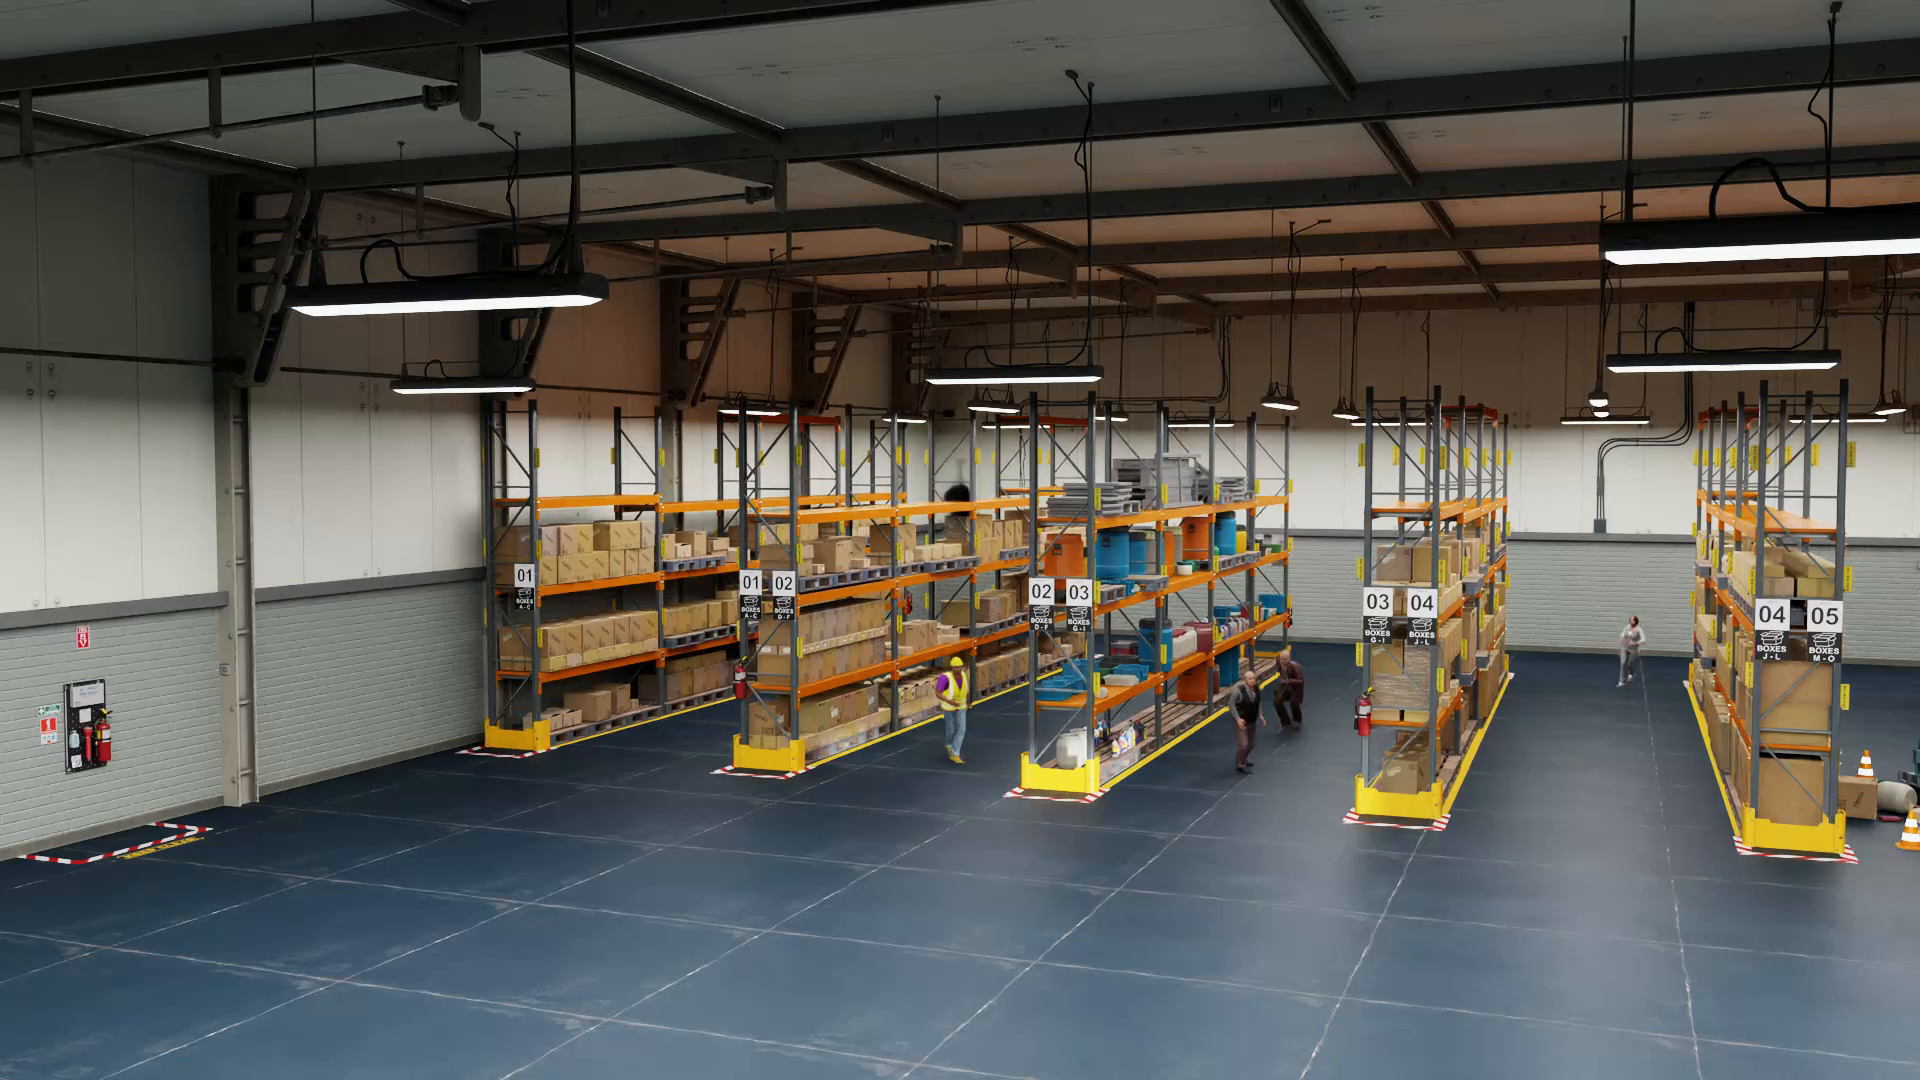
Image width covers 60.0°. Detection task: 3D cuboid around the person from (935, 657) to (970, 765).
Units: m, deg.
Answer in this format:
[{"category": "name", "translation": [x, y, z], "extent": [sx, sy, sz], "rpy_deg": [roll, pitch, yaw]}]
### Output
[{"category": "person", "translation": [-0.145, 2.778, 27.420], "extent": [0.668, 1.744, 0.832], "rpy_deg": [-1, 3, -20]}]

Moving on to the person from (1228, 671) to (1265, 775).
[{"category": "person", "translation": [4.502, 2.883, 26.435], "extent": [0.661, 1.667, 0.780], "rpy_deg": [-1, 3, -24]}]

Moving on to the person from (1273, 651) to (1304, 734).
[{"category": "person", "translation": [6.035, 2.779, 30.304], "extent": [0.698, 1.521, 1.194], "rpy_deg": [2, 3, 35]}]

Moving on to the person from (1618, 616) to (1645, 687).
[{"category": "person", "translation": [14.761, 2.451, 36.511], "extent": [0.582, 1.562, 0.747], "rpy_deg": [3, 4, 45]}]
